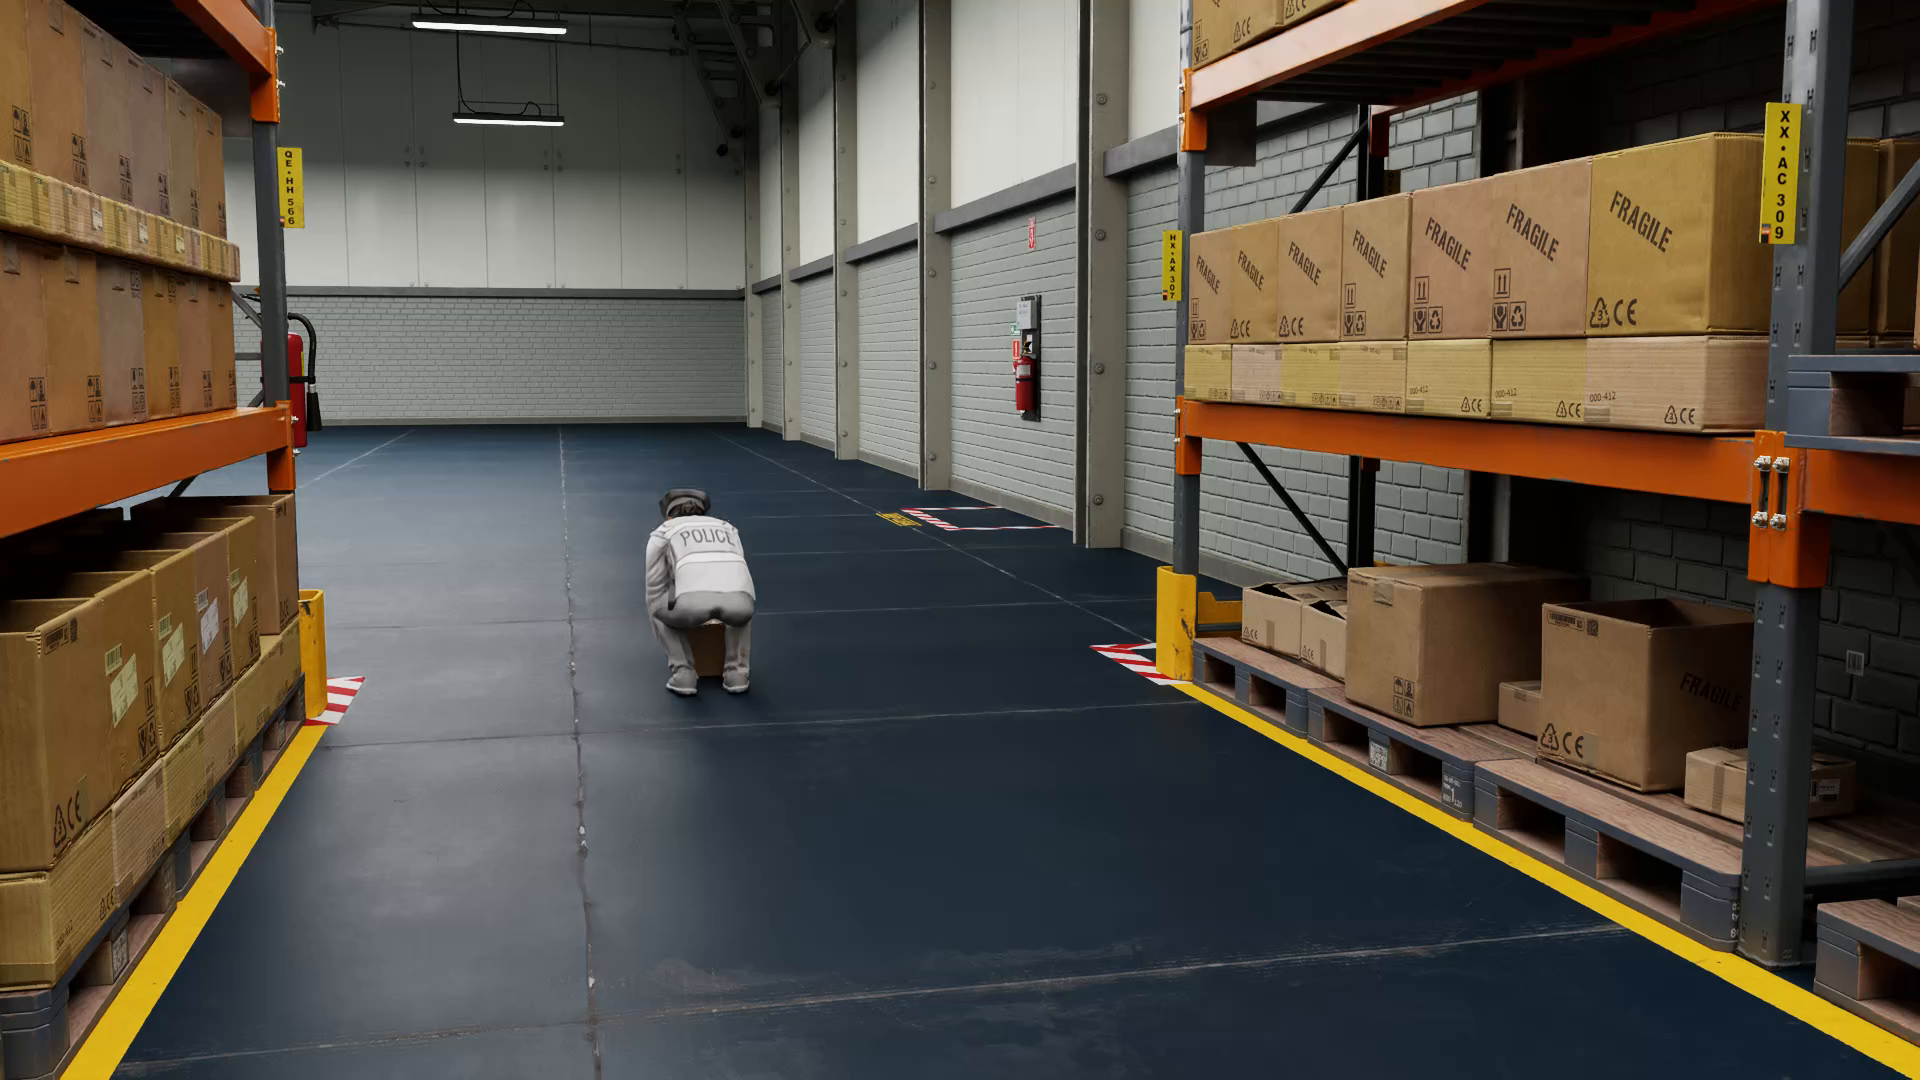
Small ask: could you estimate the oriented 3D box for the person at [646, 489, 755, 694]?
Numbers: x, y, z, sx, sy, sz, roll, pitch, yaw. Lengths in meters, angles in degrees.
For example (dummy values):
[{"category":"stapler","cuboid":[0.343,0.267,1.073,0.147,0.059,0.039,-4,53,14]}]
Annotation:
[{"category":"person","cuboid":[-1.191,0.230,7.642,0.486,0.898,0.856,-2,6,-14]}]
